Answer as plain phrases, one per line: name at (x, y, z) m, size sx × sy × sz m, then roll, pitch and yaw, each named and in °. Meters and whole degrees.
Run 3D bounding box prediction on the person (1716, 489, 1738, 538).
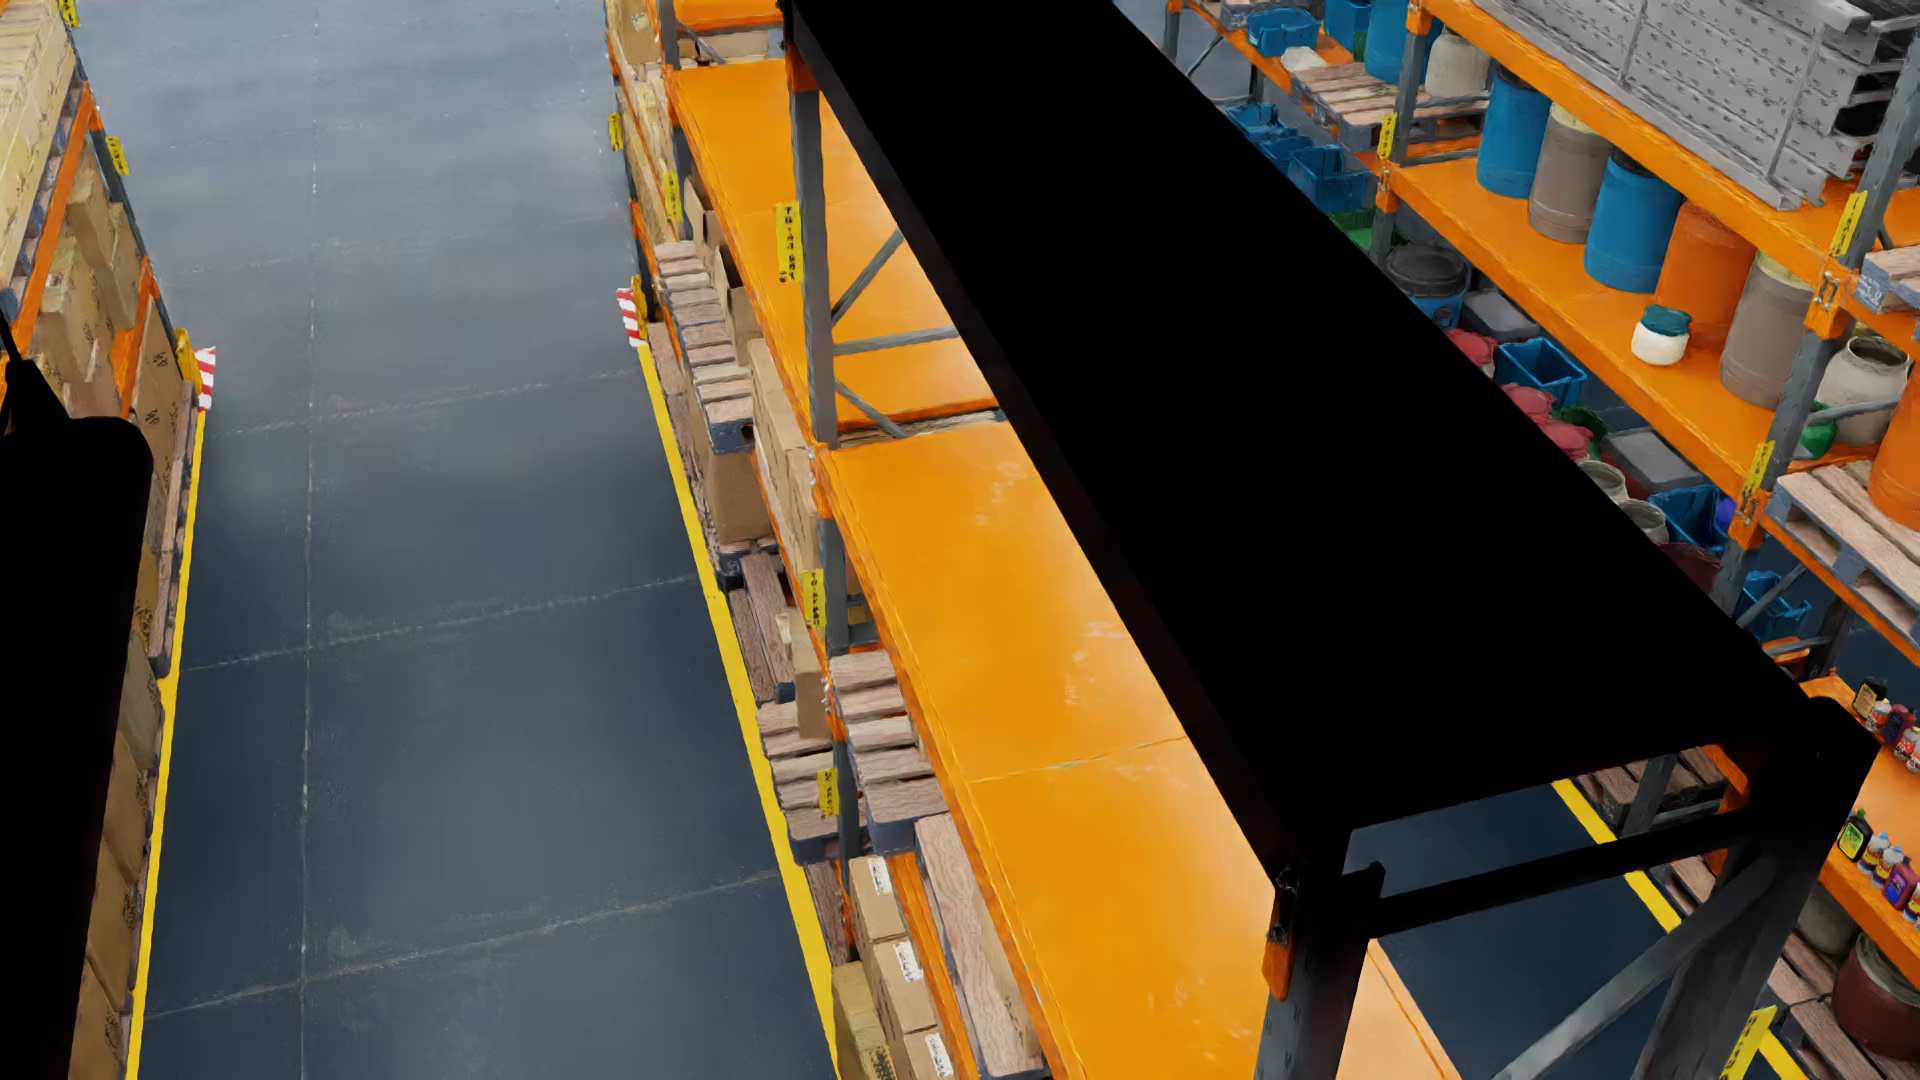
person at (5.095, 0.152, 11.344) m, size 0.443 × 1.573 × 1.000 m, roll -5°, pitch 39°, yaw -6°
